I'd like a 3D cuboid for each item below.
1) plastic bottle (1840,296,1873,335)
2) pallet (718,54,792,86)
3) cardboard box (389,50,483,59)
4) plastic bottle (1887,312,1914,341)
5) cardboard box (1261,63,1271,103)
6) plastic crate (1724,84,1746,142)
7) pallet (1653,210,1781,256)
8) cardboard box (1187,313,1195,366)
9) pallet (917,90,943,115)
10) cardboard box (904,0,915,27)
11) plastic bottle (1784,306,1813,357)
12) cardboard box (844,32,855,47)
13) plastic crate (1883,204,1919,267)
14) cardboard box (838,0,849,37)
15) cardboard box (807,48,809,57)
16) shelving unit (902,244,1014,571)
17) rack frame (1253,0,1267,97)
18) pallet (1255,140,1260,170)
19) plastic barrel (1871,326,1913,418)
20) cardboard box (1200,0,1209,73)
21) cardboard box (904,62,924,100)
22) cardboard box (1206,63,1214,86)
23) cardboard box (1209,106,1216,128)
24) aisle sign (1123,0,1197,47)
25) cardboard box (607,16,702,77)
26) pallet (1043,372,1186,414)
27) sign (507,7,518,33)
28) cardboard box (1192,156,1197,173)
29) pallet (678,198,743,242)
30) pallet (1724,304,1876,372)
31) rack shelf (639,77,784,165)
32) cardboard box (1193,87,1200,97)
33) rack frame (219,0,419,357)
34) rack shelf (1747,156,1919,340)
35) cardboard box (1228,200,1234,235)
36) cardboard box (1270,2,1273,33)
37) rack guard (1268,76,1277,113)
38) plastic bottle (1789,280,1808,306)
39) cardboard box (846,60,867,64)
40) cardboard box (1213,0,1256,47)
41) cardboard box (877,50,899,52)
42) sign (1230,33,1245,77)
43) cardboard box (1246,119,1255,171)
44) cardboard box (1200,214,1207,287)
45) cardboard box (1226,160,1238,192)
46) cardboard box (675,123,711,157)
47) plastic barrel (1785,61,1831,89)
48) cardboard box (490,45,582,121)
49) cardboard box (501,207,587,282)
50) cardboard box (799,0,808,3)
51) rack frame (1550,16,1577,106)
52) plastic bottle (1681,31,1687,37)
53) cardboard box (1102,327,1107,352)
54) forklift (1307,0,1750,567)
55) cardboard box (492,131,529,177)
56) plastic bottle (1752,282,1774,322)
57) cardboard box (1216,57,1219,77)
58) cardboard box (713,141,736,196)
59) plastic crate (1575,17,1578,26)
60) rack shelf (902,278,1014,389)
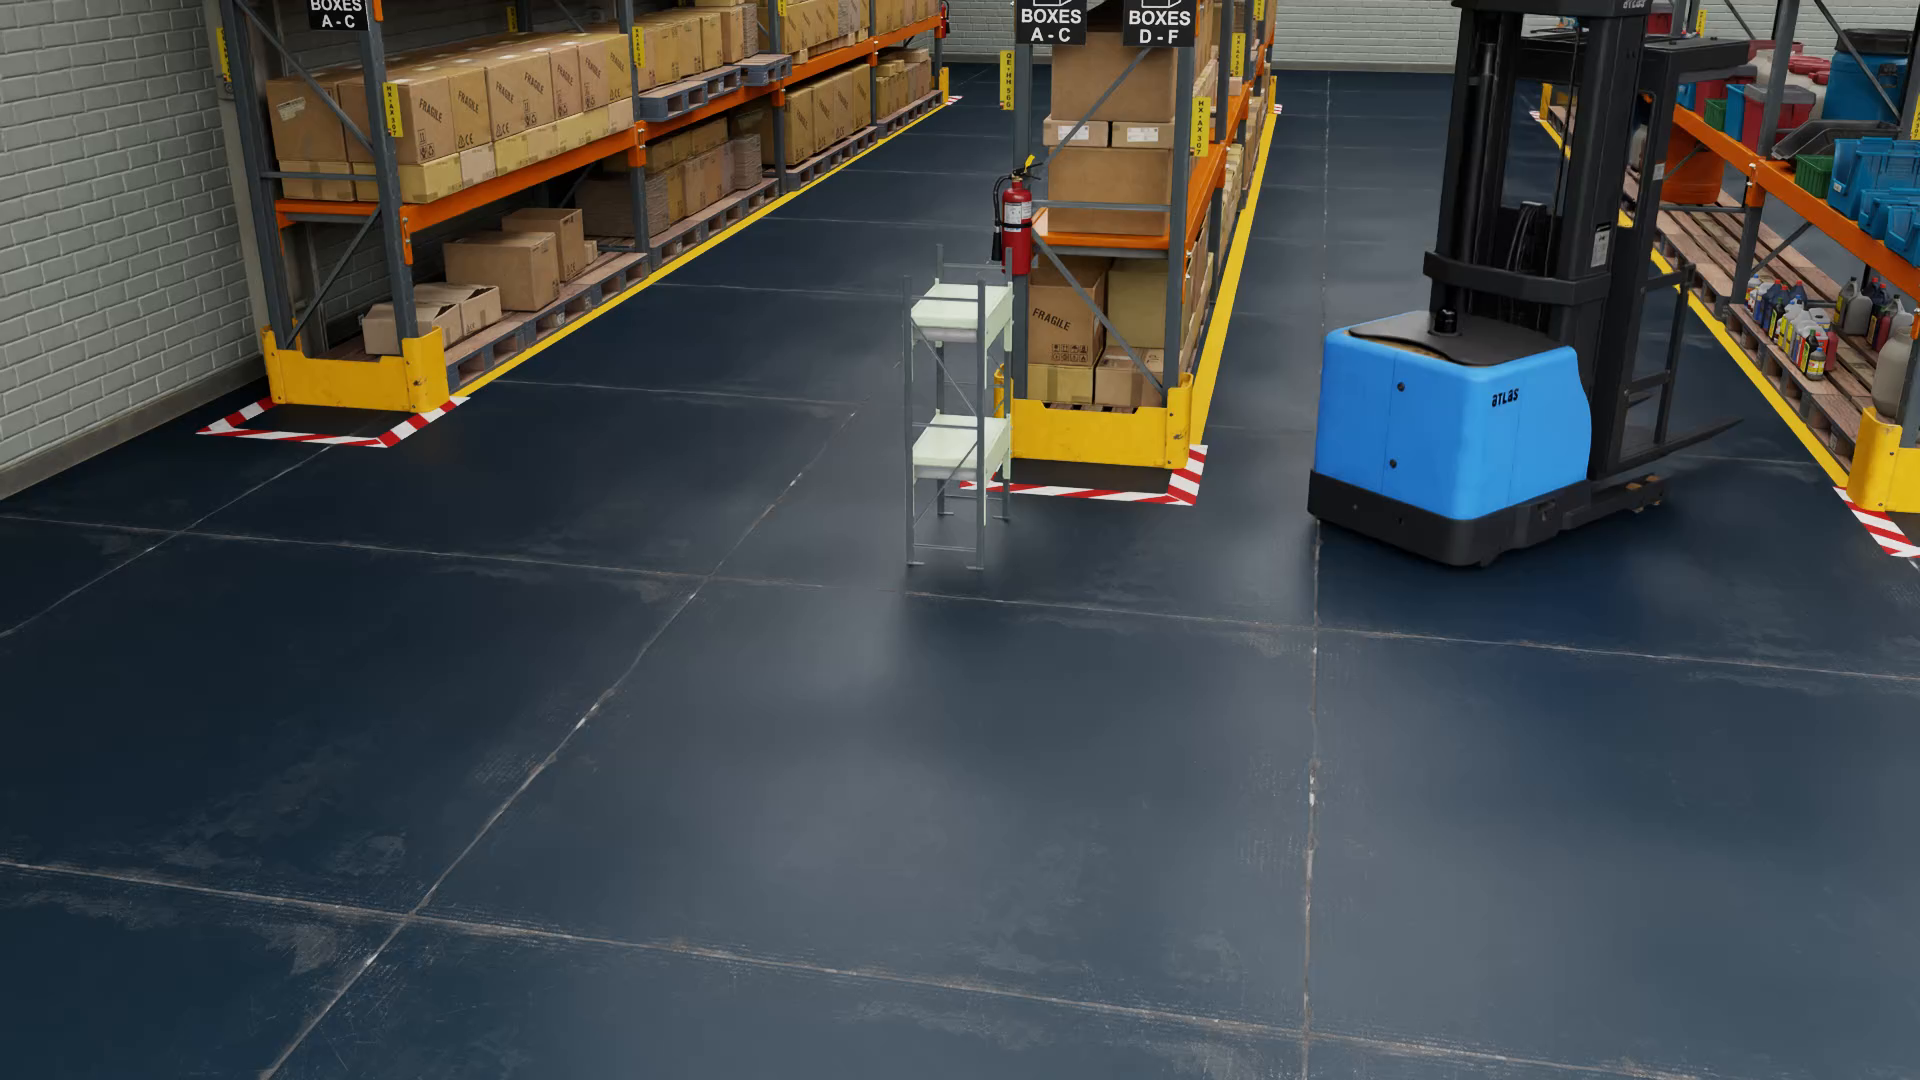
[{"bbox_3d":[6.432,-1.624,11.927,0.152,0.276,0.135,4,22,11],"label":"plastic bottle"},{"bbox_3d":[-2.452,-4.869,17.184,1.213,0.211,1.003,4,22,11],"label":"pallet"},{"bbox_3d":[-3.839,-3.334,12.287,0.500,0.500,0.500,5,22,12],"label":"cardboard box"},{"bbox_3d":[6.480,-1.444,11.481,0.152,0.276,0.135,5,22,12],"label":"plastic bottle"},{"bbox_3d":[4.201,-6.603,23.991,0.500,0.500,0.500,4,22,11],"label":"cardboard box"},{"bbox_3d":[6.392,-3.428,13.372,0.392,0.384,0.575,4,22,11],"label":"plastic crate"},{"bbox_3d":[7.091,-2.898,15.766,1.003,0.211,1.213,4,22,11],"label":"pallet"},{"bbox_3d":[1.335,-1.389,11.406,0.500,0.250,0.500,4,22,11],"label":"cardboard box"},{"bbox_3d":[-0.865,-6.560,24.861,1.003,0.211,1.213,4,22,11],"label":"pallet"},{"bbox_3d":[-1.175,-7.559,23.206,0.980,0.700,0.700,3,22,8],"label":"cardboard box"},{"bbox_3d":[5.737,-1.428,11.340,0.144,0.351,0.185,5,23,13],"label":"plastic bottle"},{"bbox_3d":[-1.509,-6.151,20.419,0.380,0.149,0.250,4,22,11],"label":"cardboard box"},{"bbox_3d":[5.464,-1.682,9.215,0.499,0.251,0.616,4,22,11],"label":"plastic crate"},{"bbox_3d":[-1.648,-6.325,19.984,0.500,0.500,0.500,4,22,11],"label":"cardboard box"},{"bbox_3d":[-1.945,-5.601,19.056,0.380,0.149,0.250,5,22,12],"label":"cardboard box"},{"bbox_3d":[-0.001,-0.693,8.567,0.431,1.500,0.755,4,22,11],"label":"shelving unit"},{"bbox_3d":[3.255,-6.313,20.514,1.000,3.000,0.127,4,22,11],"label":"rack frame"},{"bbox_3d":[3.126,-4.719,20.289,1.003,0.211,1.213,4,22,11],"label":"pallet"},{"bbox_3d":[5.817,-1.016,10.130,0.421,0.512,0.421,0,22,0],"label":"plastic barrel"},{"bbox_3d":[1.436,-3.688,12.125,0.700,0.500,0.500,4,22,11],"label":"cardboard box"},{"bbox_3d":[-0.926,-6.741,24.360,0.700,0.500,0.500,4,22,11],"label":"cardboard box"},{"bbox_3d":[1.724,-3.529,12.598,0.380,0.149,0.250,4,22,10],"label":"cardboard box"},{"bbox_3d":[2.004,-3.579,14.062,0.380,0.149,0.250,4,22,11],"label":"cardboard box"},{"bbox_3d":[1.093,-3.083,9.014,0.394,0.787,0.004,4,22,11],"label":"aisle sign"},{"bbox_3d":[-2.866,-4.645,15.648,0.700,0.500,0.500,8,23,18],"label":"cardboard box"},{"bbox_3d":[0.922,-0.914,10.840,1.003,0.211,1.213,4,22,11],"label":"pallet"},{"bbox_3d":[-3.772,-4.342,14.069,0.100,0.325,0.005,4,22,11],"label":"sign"},{"bbox_3d":[1.331,-2.894,11.892,0.700,0.500,0.500,5,22,12],"label":"cardboard box"},{"bbox_3d":[-2.823,-3.203,16.523,1.003,0.211,1.213,4,22,11],"label":"pallet"},{"bbox_3d":[6.293,-1.473,12.227,1.003,0.211,1.213,4,22,11],"label":"pallet"},{"bbox_3d":[-2.819,-4.161,16.134,1.077,0.370,4.000,4,22,11],"label":"rack shelf"},{"bbox_3d":[1.412,-2.961,11.188,0.380,0.149,0.250,5,22,11],"label":"cardboard box"},{"bbox_3d":[-4.044,-2.301,10.551,1.000,3.000,0.127,4,22,11],"label":"rack frame"},{"bbox_3d":[6.063,-1.943,10.627,1.077,0.370,4.000,4,22,11],"label":"rack shelf"},{"bbox_3d":[2.261,-2.998,15.401,0.500,0.250,0.500,5,22,12],"label":"cardboard box"},{"bbox_3d":[3.934,-7.082,22.288,0.500,0.500,0.500,4,22,10],"label":"cardboard box"},{"bbox_3d":[4.056,-6.589,24.544,1.175,0.500,0.348,4,22,11],"label":"rack guard"},{"bbox_3d":[6.041,-1.709,12.039,0.144,0.351,0.185,4,22,11],"label":"plastic bottle"},{"bbox_3d":[-1.407,-6.543,22.999,0.380,0.149,0.250,4,22,9],"label":"cardboard box"},{"bbox_3d":[2.831,-5.650,18.172,0.700,0.500,0.500,9,24,21],"label":"cardboard box"},{"bbox_3d":[-1.097,-7.101,24.385,0.380,0.149,0.250,5,22,11],"label":"cardboard box"},{"bbox_3d":[2.166,-3.784,12.969,0.100,0.325,0.005,4,22,11],"label":"sign"},{"bbox_3d":[3.020,-4.415,18.557,0.500,0.500,0.500,4,22,10],"label":"cardboard box"},{"bbox_3d":[1.530,-2.103,12.175,0.500,0.500,0.500,4,22,11],"label":"cardboard box"},{"bbox_3d":[2.368,-3.445,15.759,0.500,0.311,0.500,4,22,11],"label":"cardboard box"},{"bbox_3d":[-2.785,-3.960,16.423,0.500,0.250,0.500,4,22,11],"label":"cardboard box"},{"bbox_3d":[7.031,-3.673,13.777,0.433,0.535,0.433,0,22,0],"label":"plastic barrel"},{"bbox_3d":[-3.231,-3.488,12.670,0.500,0.500,0.500,4,22,9],"label":"cardboard box"},{"bbox_3d":[-3.400,-2.426,13.618,0.500,0.500,0.500,3,22,7],"label":"cardboard box"},{"bbox_3d":[-1.957,-6.111,18.450,0.500,0.250,0.500,4,22,10],"label":"cardboard box"},{"bbox_3d":[8.920,-7.397,23.205,1.000,3.000,0.127,4,22,11],"label":"rack frame"},{"bbox_3d":[8.057,-5.494,18.545,0.144,0.351,0.185,4,22,11],"label":"plastic bottle"},{"bbox_3d":[0.717,-1.246,11.051,0.500,0.250,0.500,4,22,11],"label":"cardboard box"},{"bbox_3d":[3.366,-1.648,9.023,3.031,2.935,1.130,-16,27,-35],"label":"forklift"},{"bbox_3d":[-3.432,-2.772,11.894,0.500,0.250,0.500,4,22,10],"label":"cardboard box"},{"bbox_3d":[5.938,-1.746,12.230,0.152,0.276,0.135,5,23,13],"label":"plastic bottle"},{"bbox_3d":[2.322,-4.679,16.576,0.500,0.311,0.500,6,23,14],"label":"cardboard box"},{"bbox_3d":[-2.726,-3.824,17.091,0.700,0.500,0.500,4,22,11],"label":"cardboard box"},{"bbox_3d":[8.278,-6.801,21.868,0.416,0.233,0.300,4,22,11],"label":"plastic crate"},{"bbox_3d":[-0.001,-1.055,8.422,0.431,0.370,0.720,4,22,11],"label":"rack shelf"}]
